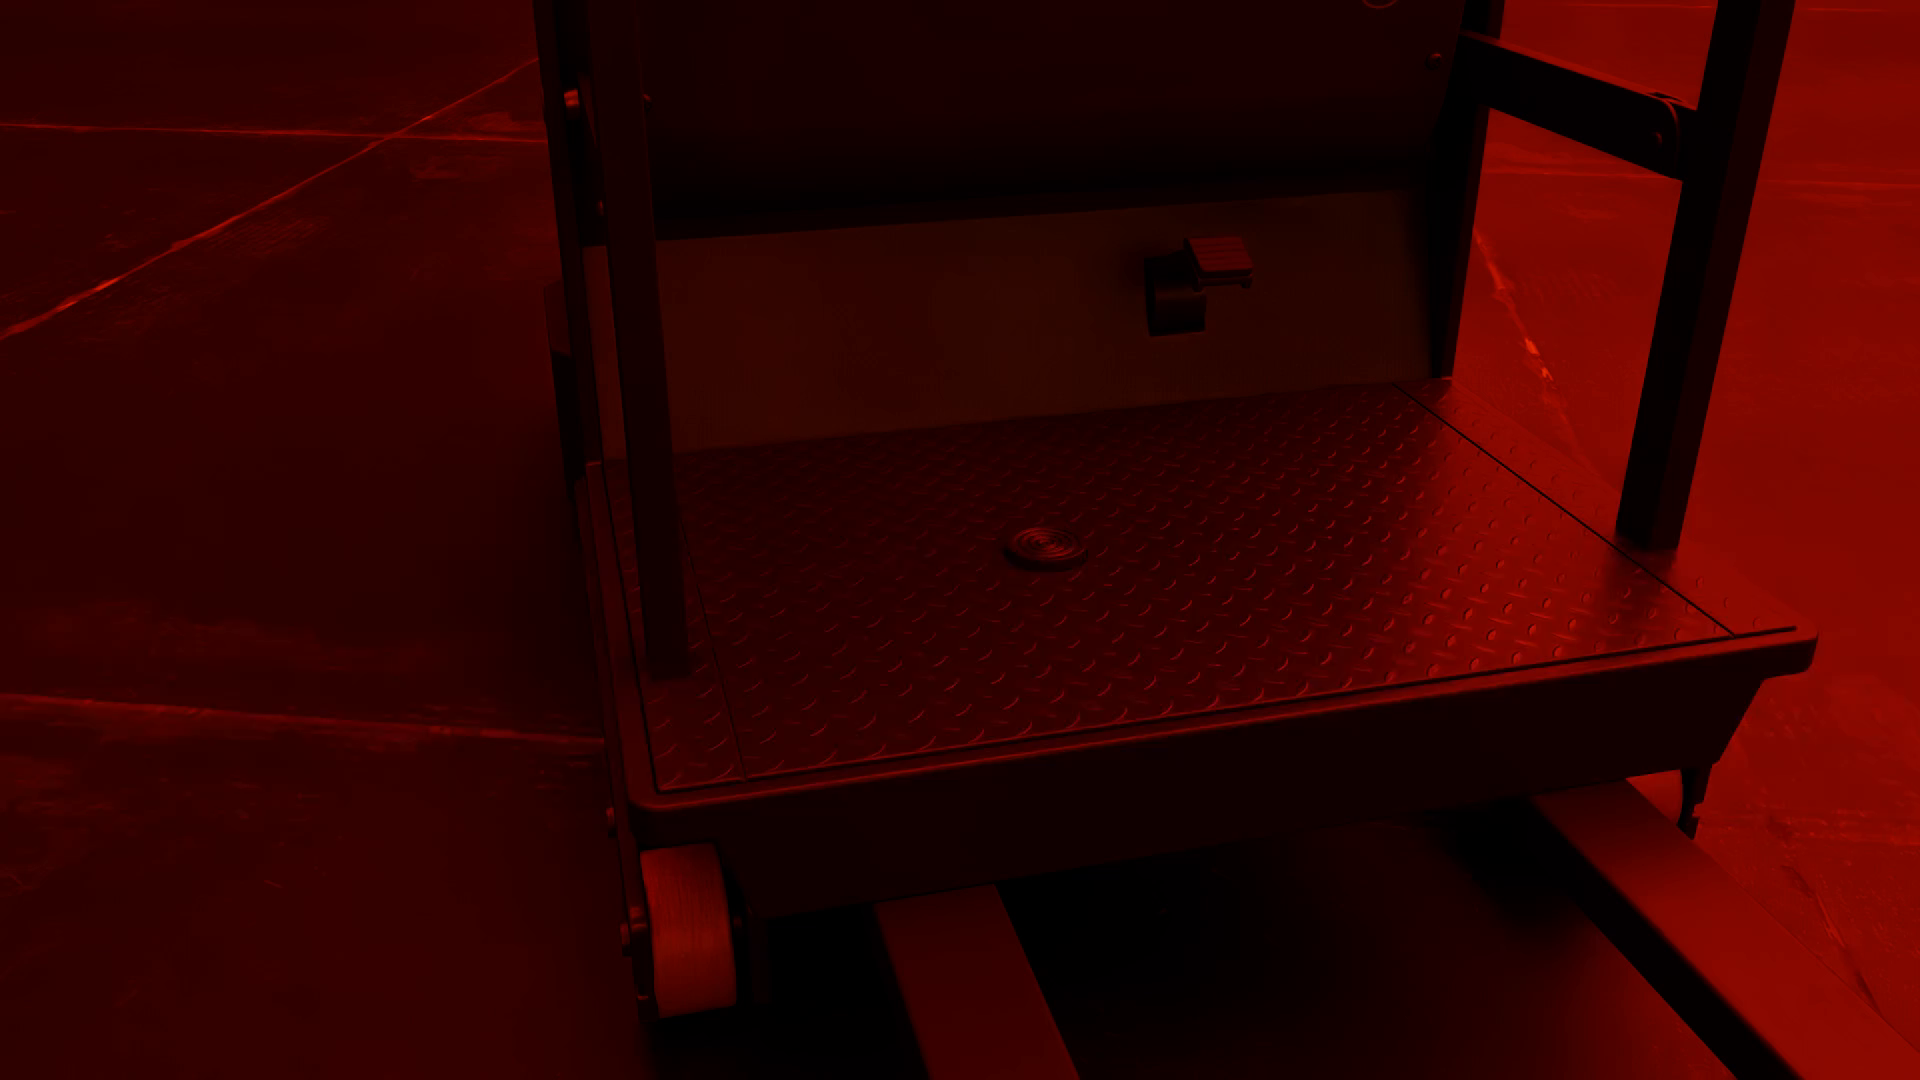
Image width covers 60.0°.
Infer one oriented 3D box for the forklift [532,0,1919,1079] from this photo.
[{"bbox_3d":[0.153,-1.049,1.319,1.130,2.935,3.031,-7,27,-13],"label":"forklift"}]
